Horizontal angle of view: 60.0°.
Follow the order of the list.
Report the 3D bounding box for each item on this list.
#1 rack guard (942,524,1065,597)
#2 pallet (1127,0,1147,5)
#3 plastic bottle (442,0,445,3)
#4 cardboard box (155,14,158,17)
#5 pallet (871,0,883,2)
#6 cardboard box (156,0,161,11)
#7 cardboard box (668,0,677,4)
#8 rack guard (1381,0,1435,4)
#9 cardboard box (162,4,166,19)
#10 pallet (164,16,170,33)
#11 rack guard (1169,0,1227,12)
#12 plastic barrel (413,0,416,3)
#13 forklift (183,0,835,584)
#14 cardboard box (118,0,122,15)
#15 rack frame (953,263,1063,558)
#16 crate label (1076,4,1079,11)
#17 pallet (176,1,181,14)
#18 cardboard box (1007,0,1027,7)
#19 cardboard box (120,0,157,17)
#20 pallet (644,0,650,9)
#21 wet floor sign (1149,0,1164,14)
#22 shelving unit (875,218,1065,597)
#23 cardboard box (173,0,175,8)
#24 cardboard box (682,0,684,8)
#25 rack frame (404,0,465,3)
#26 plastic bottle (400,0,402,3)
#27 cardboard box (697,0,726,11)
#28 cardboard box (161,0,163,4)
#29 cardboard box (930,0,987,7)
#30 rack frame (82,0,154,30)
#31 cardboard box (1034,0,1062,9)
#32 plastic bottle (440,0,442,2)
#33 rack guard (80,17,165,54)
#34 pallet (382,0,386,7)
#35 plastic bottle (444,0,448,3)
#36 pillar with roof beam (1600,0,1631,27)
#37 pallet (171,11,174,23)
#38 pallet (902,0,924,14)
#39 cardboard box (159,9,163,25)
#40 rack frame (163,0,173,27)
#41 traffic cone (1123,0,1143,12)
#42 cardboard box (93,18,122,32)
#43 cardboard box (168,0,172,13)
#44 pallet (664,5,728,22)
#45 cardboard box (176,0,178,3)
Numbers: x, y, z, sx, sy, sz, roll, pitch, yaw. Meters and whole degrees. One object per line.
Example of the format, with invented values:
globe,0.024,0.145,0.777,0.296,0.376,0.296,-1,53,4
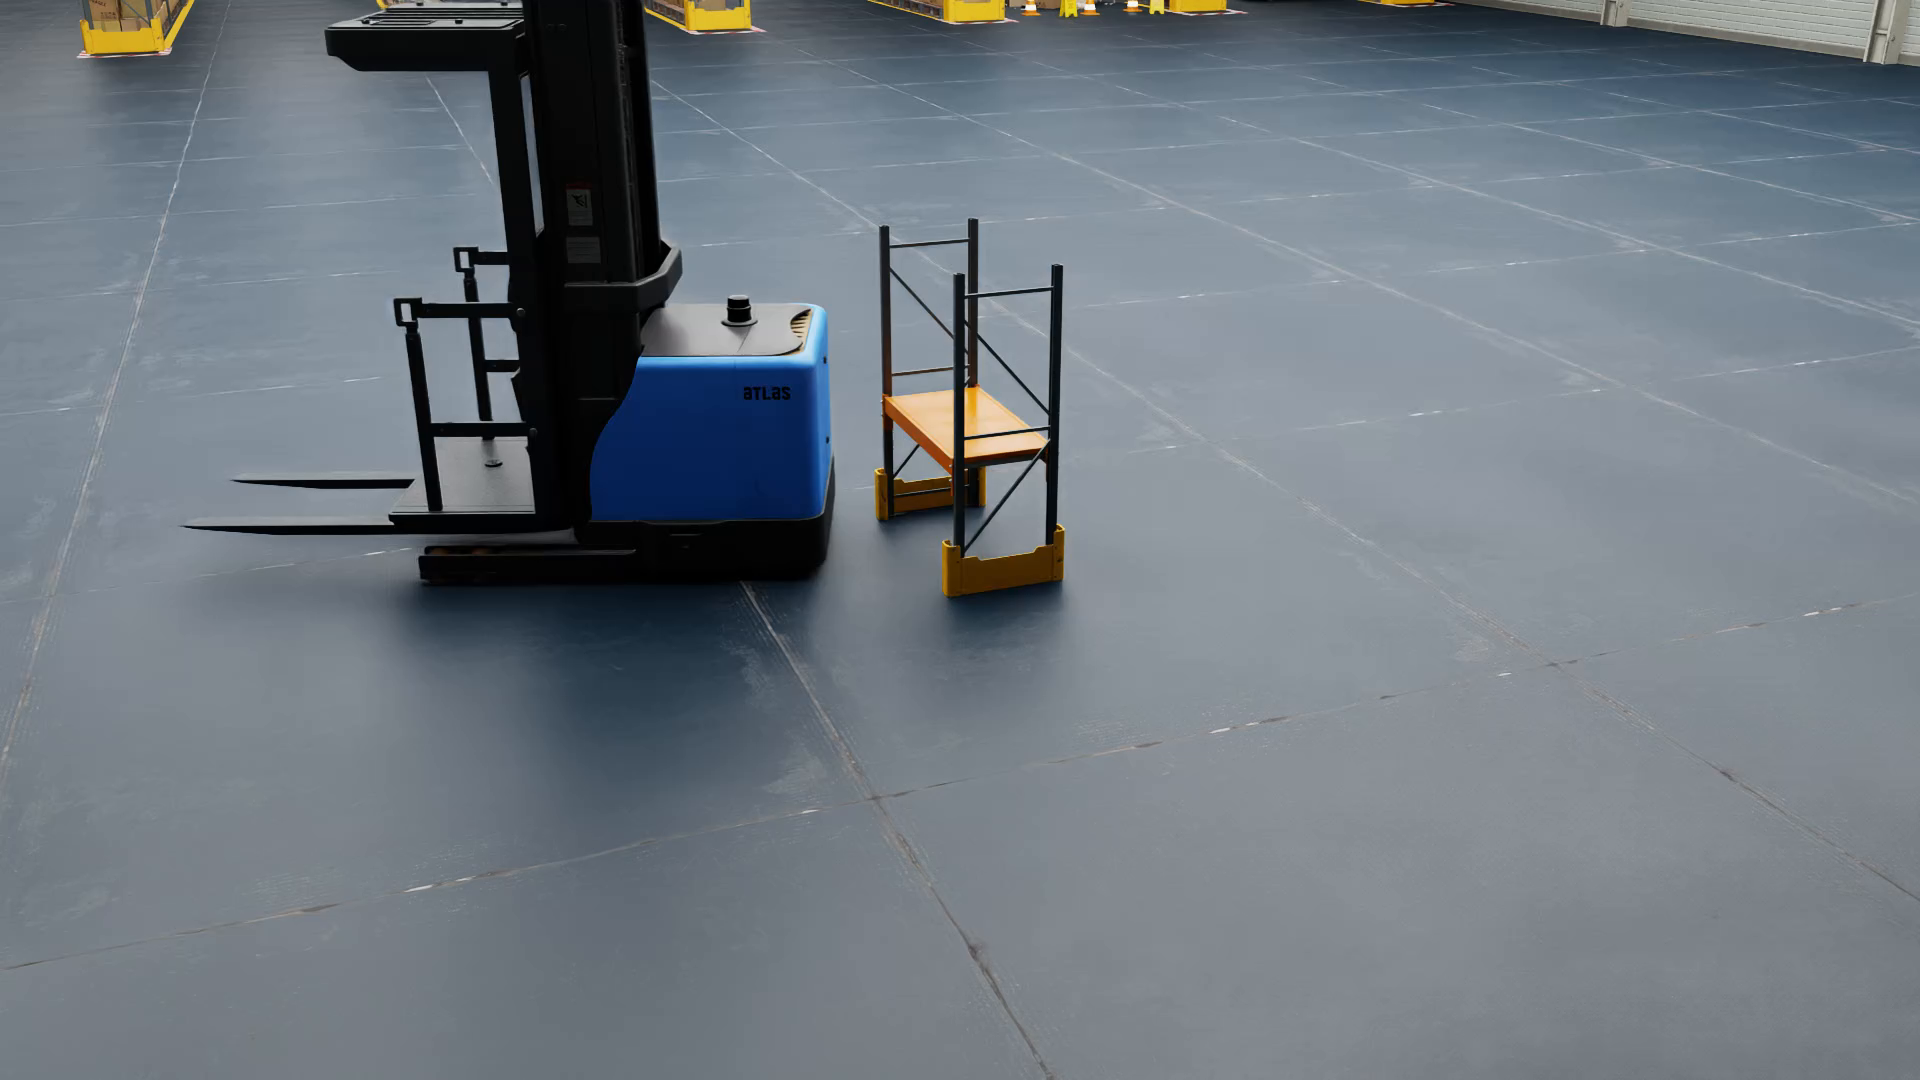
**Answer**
rack guard,0.203,0.093,7.706,0.587,0.250,0.087,-8,24,-19
pallet,4.151,-11.608,35.518,1.003,0.211,1.213,-8,24,-19
plastic bottle,-9.516,-9.855,30.715,0.097,0.271,0.097,0,23,0
cardboard box,-13.843,-8.738,28.119,0.500,0.250,0.500,-8,24,-19
pallet,-1.493,-11.845,36.081,1.003,0.211,1.213,-8,24,-19
cardboard box,-14.190,-9.448,28.837,0.500,0.500,0.500,-8,24,-19
cardboard box,-5.512,-10.900,32.926,0.500,0.500,0.500,-1,23,-2
rack guard,9.509,-11.644,35.233,1.175,0.500,0.348,-8,24,-19
cardboard box,-14.559,-9.463,29.840,0.500,0.250,0.500,-8,24,-19
pallet,-14.853,-9.279,29.992,1.003,0.211,1.213,-8,24,-19
rack guard,4.832,-10.998,33.700,1.175,0.500,0.348,-8,24,-19
plastic barrel,-9.527,-9.541,29.687,0.421,0.512,0.421,0,23,0
forklift,-2.156,-1.351,7.681,3.031,2.935,1.130,0,23,-1
cardboard box,-14.516,-9.192,28.231,0.500,0.500,0.500,-8,24,-19
rack frame,0.210,-0.475,7.447,0.500,1.500,0.032,-8,24,-19
crate label,2.246,-10.784,33.659,0.298,0.136,0.250,18,29,36
pallet,-16.253,-10.722,33.418,1.003,0.211,1.213,-8,24,-19
cardboard box,1.181,-11.228,34.548,0.396,0.266,0.258,-4,23,-10
cardboard box,-13.841,-9.084,27.974,0.500,0.500,0.500,-8,24,-19
pallet,-6.102,-11.214,34.584,1.003,0.211,1.213,-8,24,-19
wet floor sign,3.925,-10.822,33.094,0.267,0.644,0.232,0,23,-1
shelving unit,0.027,-0.663,7.893,0.587,1.500,1.083,-8,24,-19
cardboard box,-15.370,-10.339,31.918,0.500,0.250,0.500,-9,25,-21
cardboard box,-5.064,-10.476,31.921,0.500,0.500,0.500,-6,24,-14
rack frame,-9.046,-10.083,28.311,1.000,3.000,0.127,-8,24,-19
plastic bottle,-10.163,-9.681,30.288,0.061,0.283,0.133,-8,24,-18
cardboard box,-4.617,-10.034,30.871,0.500,0.500,0.500,-4,23,-9
cardboard box,-14.560,-9.808,29.693,0.500,0.500,0.500,-8,24,-19
cardboard box,-0.038,-10.858,32.345,0.875,0.875,0.875,-8,24,-19
rack frame,-13.681,-9.405,26.702,1.000,3.000,0.127,-8,24,-19
cardboard box,1.870,-11.263,34.324,0.637,0.503,0.797,12,26,27
plastic bottle,-9.623,-9.965,30.976,0.097,0.271,0.097,0,23,0
rack guard,-13.673,-8.244,27.167,1.175,0.500,0.348,-8,24,-19
pallet,-11.635,-11.418,35.069,1.003,0.211,1.213,-8,24,-19
plastic bottle,-9.395,-9.730,30.420,0.097,0.271,0.097,0,23,0
pillar with roof beam,8.190,-13.175,27.923,9.100,9.000,0.400,-8,24,-19
pallet,-15.391,-9.836,31.314,1.003,0.211,1.213,-8,24,-19
pallet,-0.519,-10.844,33.706,1.003,0.211,1.213,-8,24,-19
cardboard box,-14.191,-9.102,28.983,0.500,0.250,0.500,-8,24,-19
rack frame,-15.094,-10.858,30.150,1.000,3.000,0.127,-8,24,-19
traffic cone,3.500,-10.933,33.593,0.336,0.463,0.334,-8,24,-19
cardboard box,-14.147,-8.486,27.520,0.500,0.250,0.500,-8,24,-19
cardboard box,-15.005,-9.965,31.031,0.500,0.250,0.500,-9,24,-20
pallet,-5.120,-10.248,32.292,1.003,0.211,1.213,-8,24,-19
cardboard box,-15.733,-10.710,32.799,0.500,0.250,0.500,-8,24,-18
